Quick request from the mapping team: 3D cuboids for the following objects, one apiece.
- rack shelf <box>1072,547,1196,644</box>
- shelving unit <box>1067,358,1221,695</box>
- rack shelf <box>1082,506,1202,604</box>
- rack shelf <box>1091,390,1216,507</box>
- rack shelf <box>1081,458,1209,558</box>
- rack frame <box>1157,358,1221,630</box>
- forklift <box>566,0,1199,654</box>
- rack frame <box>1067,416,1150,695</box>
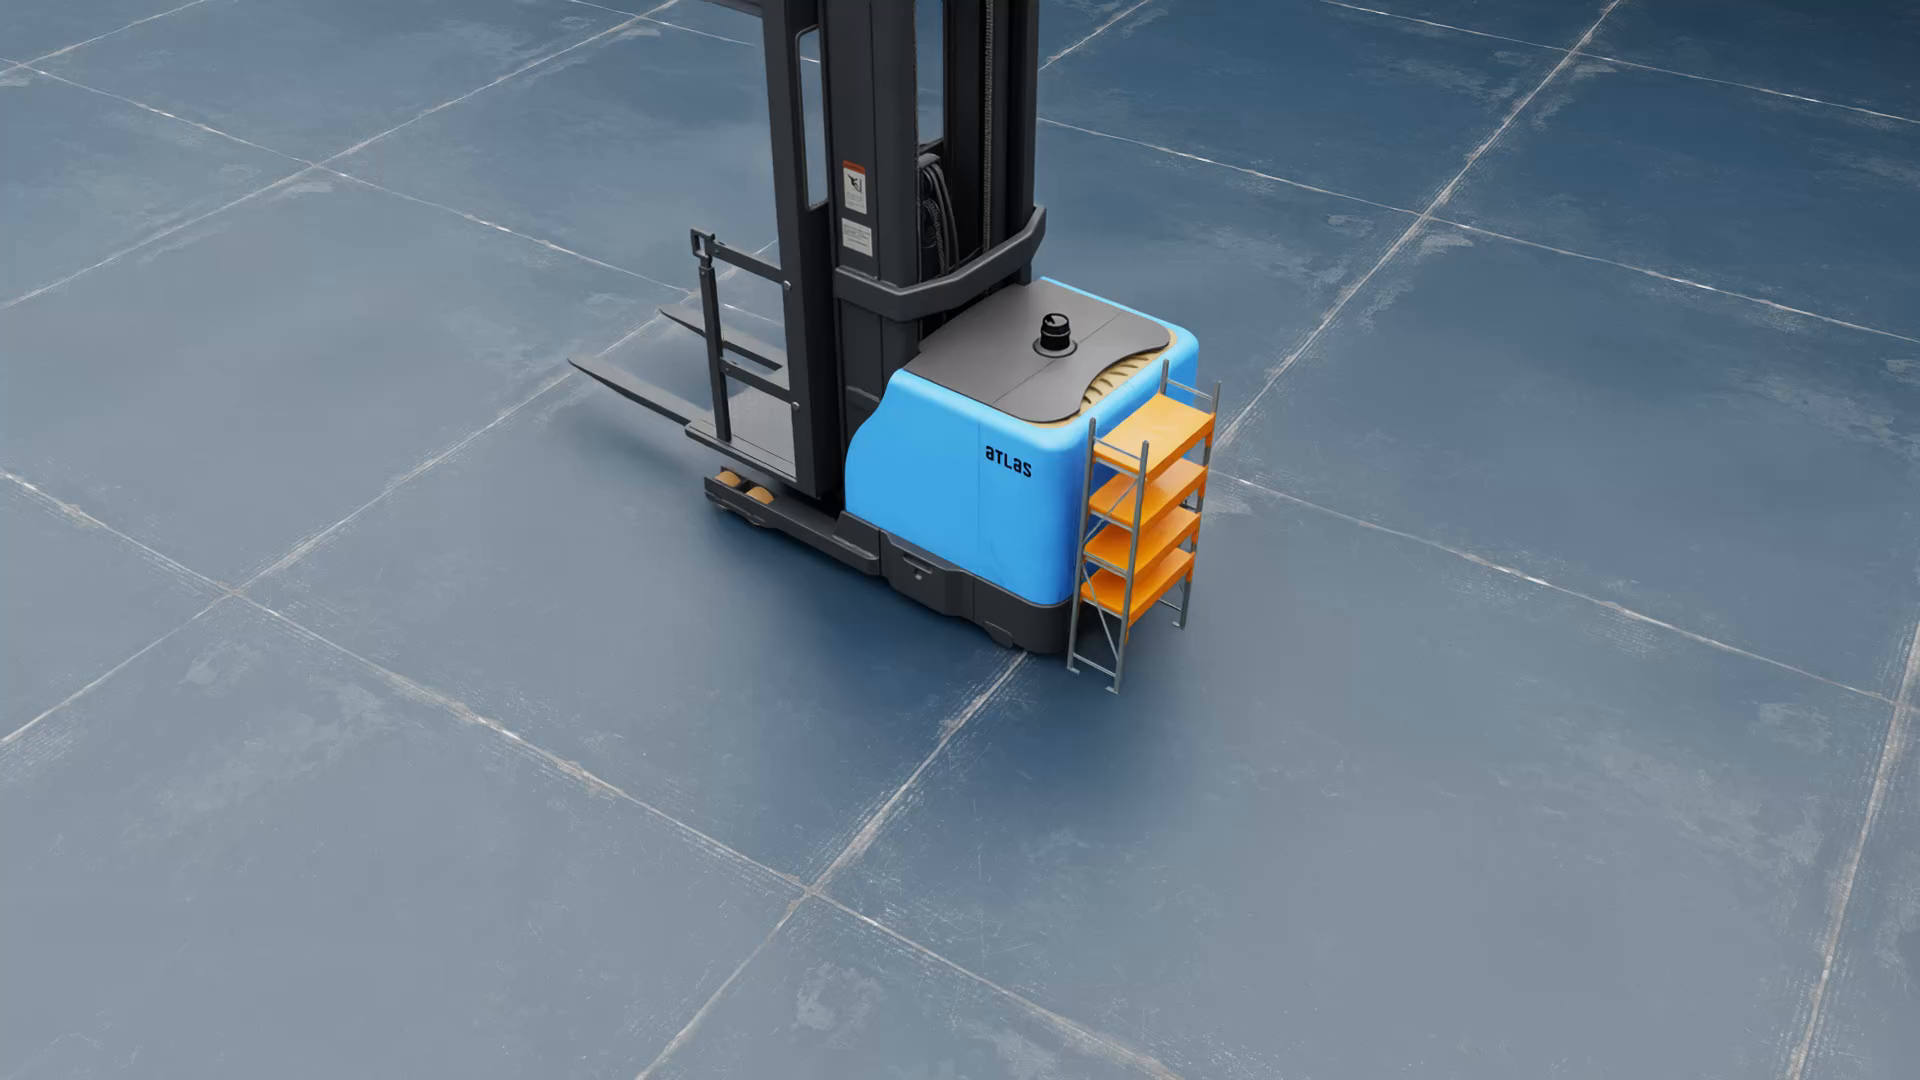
[{"bbox_3d":[0.679,0.173,6.471,0.258,0.148,0.480,26,45,27],"label":"rack shelf"},{"bbox_3d":[0.686,-0.034,6.305,0.258,1.200,0.503,26,45,27],"label":"shelving unit"},{"bbox_3d":[0.684,0.018,6.347,0.258,0.148,0.480,26,45,27],"label":"rack shelf"},{"bbox_3d":[0.696,-0.341,6.059,0.258,0.148,0.480,26,45,27],"label":"rack shelf"},{"bbox_3d":[0.690,-0.156,6.207,0.258,0.148,0.480,26,45,27],"label":"rack shelf"},{"bbox_3d":[0.833,-0.153,6.458,0.240,1.200,0.015,26,45,27],"label":"rack frame"},{"bbox_3d":[-0.510,-1.453,6.734,3.031,2.935,1.130,26,45,29],"label":"forklift"},{"bbox_3d":[0.538,0.084,6.151,0.240,1.200,0.015,26,45,27],"label":"rack frame"}]
